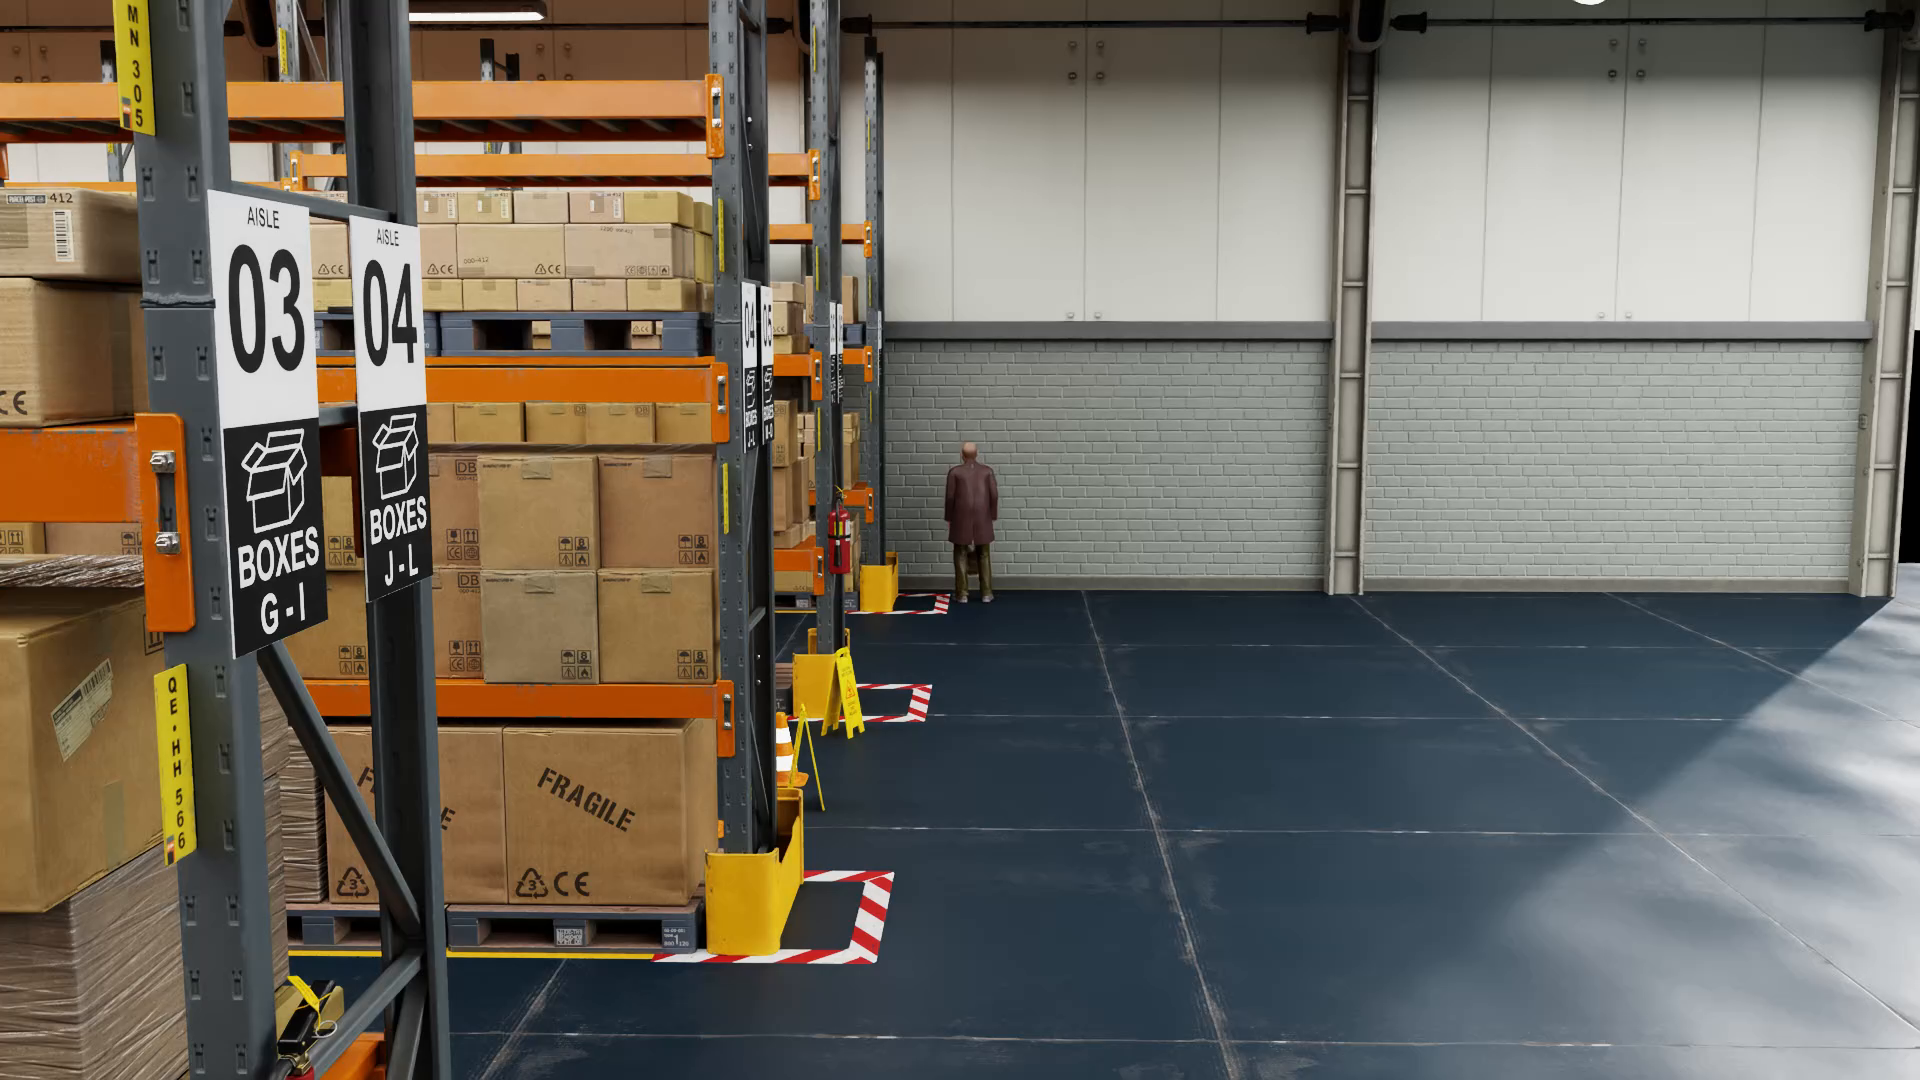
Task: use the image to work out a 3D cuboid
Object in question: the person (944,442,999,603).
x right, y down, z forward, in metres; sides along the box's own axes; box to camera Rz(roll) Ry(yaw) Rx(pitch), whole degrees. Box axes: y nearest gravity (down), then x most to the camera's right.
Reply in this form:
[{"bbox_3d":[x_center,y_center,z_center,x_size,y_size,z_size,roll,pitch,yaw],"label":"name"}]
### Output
[{"bbox_3d":[0.121,-0.198,18.412,0.596,1.776,0.424,-1,7,-8],"label":"person"}]
